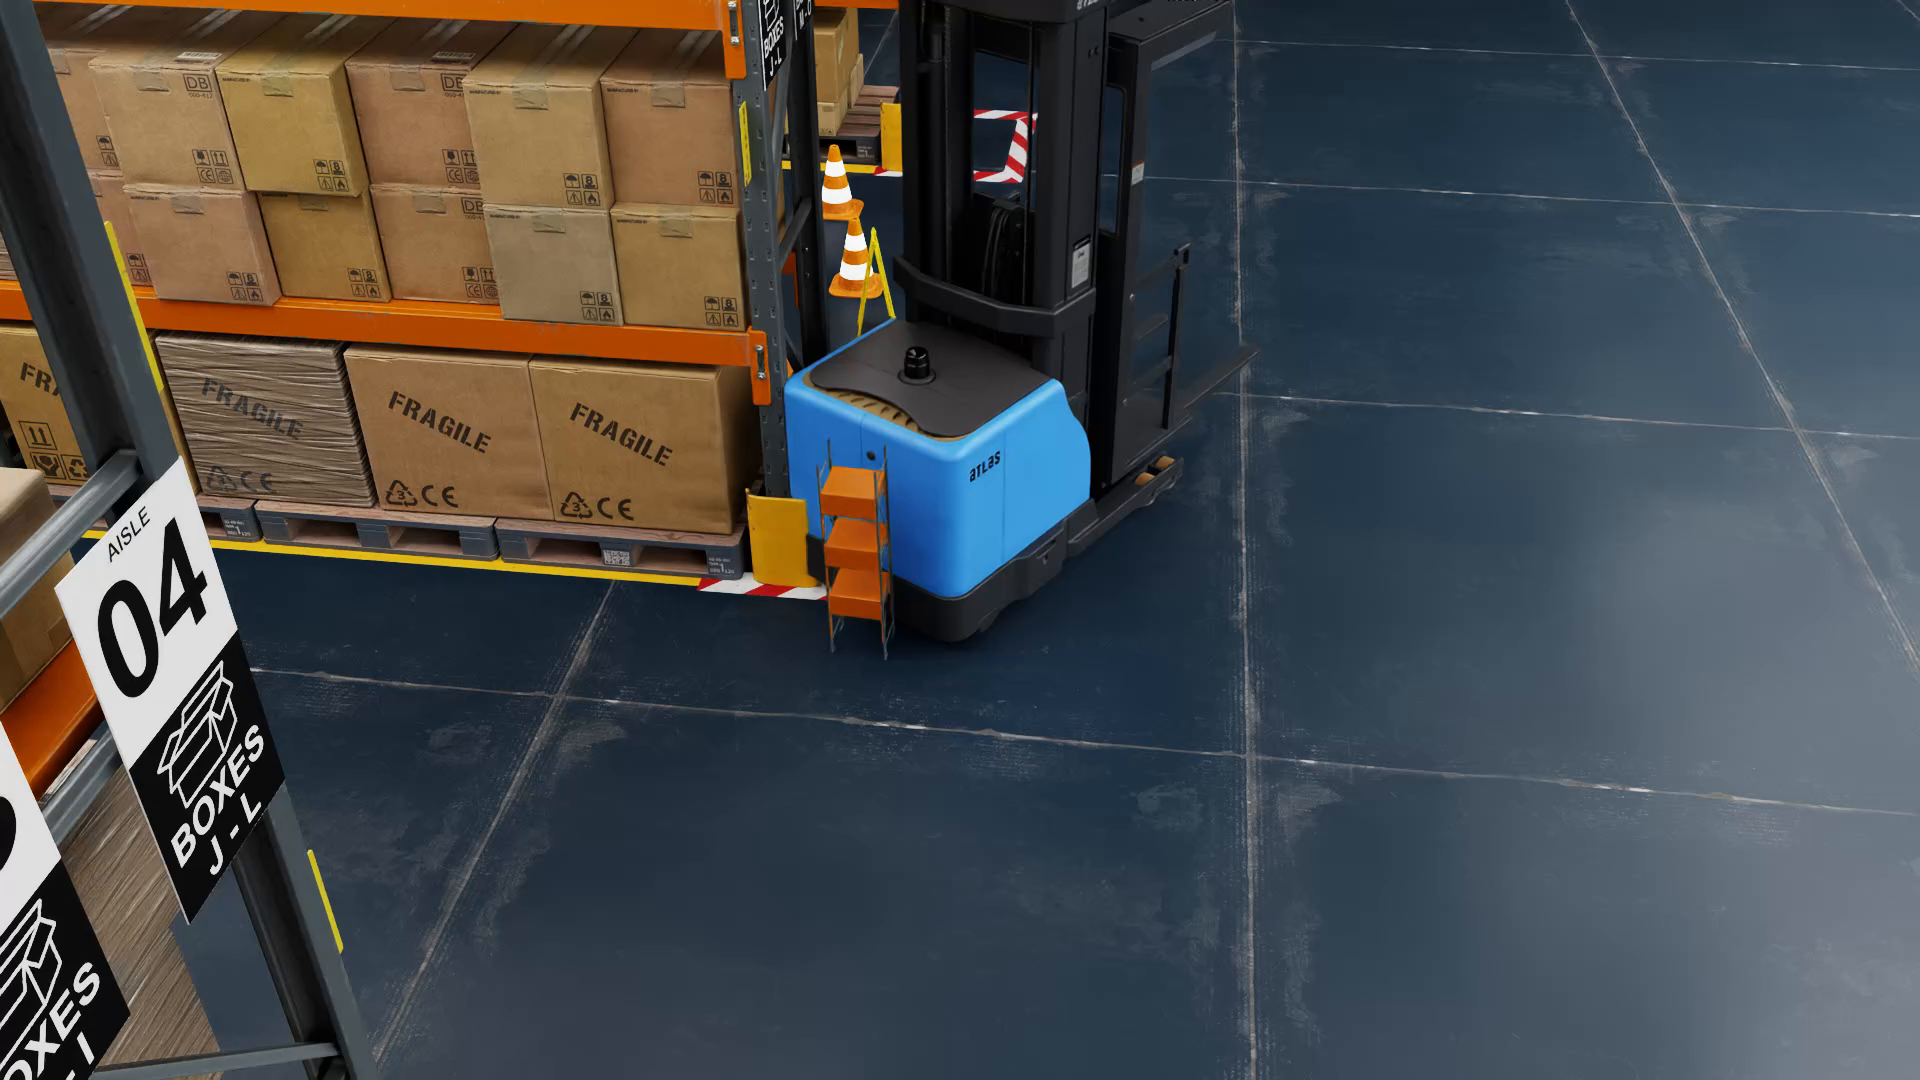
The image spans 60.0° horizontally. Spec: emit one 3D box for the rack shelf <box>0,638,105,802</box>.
[{"bbox_3d":[-3.497,0.434,3.096,4.000,0.370,1.077,4,36,6],"label":"rack shelf"}]

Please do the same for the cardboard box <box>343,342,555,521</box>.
[{"bbox_3d":[-2.335,-0.722,8.147,0.875,0.875,0.875,4,36,5],"label":"cardboard box"}]

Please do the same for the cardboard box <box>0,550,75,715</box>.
[{"bbox_3d":[-1.958,0.166,2.982,0.500,0.250,0.500,5,36,7],"label":"cardboard box"}]

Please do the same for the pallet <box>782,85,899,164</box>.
[{"bbox_3d":[-1.128,-3.151,12.483,1.213,0.211,1.003,4,36,6],"label":"pallet"}]

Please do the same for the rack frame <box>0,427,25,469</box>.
[{"bbox_3d":[-4.749,-1.636,7.960,0.127,3.000,1.000,4,36,6],"label":"rack frame"}]

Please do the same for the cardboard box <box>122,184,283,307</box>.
[{"bbox_3d":[-3.312,-1.541,7.698,0.550,0.550,0.875,4,36,6],"label":"cardboard box"}]

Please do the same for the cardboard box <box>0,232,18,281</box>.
[{"bbox_3d":[-4.381,-1.676,7.888,0.550,0.550,0.875,4,36,6],"label":"cardboard box"}]

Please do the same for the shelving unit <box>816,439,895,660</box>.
[{"bbox_3d":[-0.446,0.056,7.257,0.252,1.050,0.215,6,39,9],"label":"shelving unit"}]

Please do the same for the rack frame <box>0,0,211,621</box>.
[{"bbox_3d":[-1.513,-0.931,1.809,0.127,3.000,1.000,4,36,6],"label":"rack frame"}]

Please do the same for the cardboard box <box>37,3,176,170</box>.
[{"bbox_3d":[-3.827,-2.116,7.573,0.550,0.550,0.875,4,36,6],"label":"cardboard box"}]

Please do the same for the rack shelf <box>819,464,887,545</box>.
[{"bbox_3d":[-0.449,-0.157,7.086,0.240,0.259,0.215,6,39,9],"label":"rack shelf"}]

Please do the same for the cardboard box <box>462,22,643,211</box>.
[{"bbox_3d":[-1.702,-1.878,7.240,0.550,0.550,0.875,4,36,6],"label":"cardboard box"}]

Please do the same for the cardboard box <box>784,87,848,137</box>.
[{"bbox_3d":[-1.111,-3.158,12.098,0.500,0.250,0.500,4,36,6],"label":"cardboard box"}]

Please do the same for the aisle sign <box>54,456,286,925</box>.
[{"bbox_3d":[-1.414,0.284,3.032,0.004,0.787,0.394,4,36,6],"label":"aisle sign"}]

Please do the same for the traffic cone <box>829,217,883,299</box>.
[{"bbox_3d":[-0.646,-1.791,10.361,0.334,0.463,0.336,4,36,6],"label":"traffic cone"}]

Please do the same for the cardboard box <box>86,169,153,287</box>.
[{"bbox_3d":[-3.833,-1.649,7.849,0.550,0.550,0.875,4,36,6],"label":"cardboard box"}]

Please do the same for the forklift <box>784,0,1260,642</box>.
[{"bbox_3d":[0.500,-1.530,7.871,1.130,2.935,3.031,25,42,30],"label":"forklift"}]

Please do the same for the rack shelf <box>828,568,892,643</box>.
[{"bbox_3d":[-0.443,0.281,7.438,0.240,0.259,0.215,6,39,9],"label":"rack shelf"}]

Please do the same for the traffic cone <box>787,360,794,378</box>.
[{"bbox_3d":[-1.127,-1.165,9.484,0.334,0.463,0.336,4,36,6],"label":"traffic cone"}]

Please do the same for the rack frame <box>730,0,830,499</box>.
[{"bbox_3d":[-0.781,-1.340,7.545,0.127,3.000,1.000,4,36,6],"label":"rack frame"}]

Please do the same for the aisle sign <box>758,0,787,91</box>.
[{"bbox_3d":[-0.749,-2.220,6.540,0.004,0.787,0.394,4,36,6],"label":"aisle sign"}]

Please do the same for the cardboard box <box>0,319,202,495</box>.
[{"bbox_3d":[-4.134,-0.855,8.333,0.875,0.875,0.875,5,36,7],"label":"cardboard box"}]

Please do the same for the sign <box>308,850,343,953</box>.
[{"bbox_3d":[-1.444,0.846,3.738,0.005,0.325,0.100,4,36,6],"label":"sign"}]

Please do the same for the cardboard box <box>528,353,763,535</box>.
[{"bbox_3d":[-1.462,-0.658,8.057,0.875,0.875,0.875,4,36,6],"label":"cardboard box"}]

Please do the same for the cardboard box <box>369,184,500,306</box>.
[{"bbox_3d":[-2.243,-1.544,7.702,0.550,0.550,0.875,4,36,6],"label":"cardboard box"}]

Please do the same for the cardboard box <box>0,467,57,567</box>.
[{"bbox_3d":[-1.757,0.035,2.823,0.250,0.149,0.380,4,36,6],"label":"cardboard box"}]

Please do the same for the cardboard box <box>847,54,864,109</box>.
[{"bbox_3d":[-1.016,-3.470,12.536,0.500,0.250,0.500,4,36,6],"label":"cardboard box"}]

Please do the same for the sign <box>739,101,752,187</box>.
[{"bbox_3d":[-0.864,-1.596,6.703,0.005,0.325,0.100,4,36,6],"label":"sign"}]

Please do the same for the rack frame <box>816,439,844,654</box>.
[{"bbox_3d":[-0.566,0.043,7.276,0.008,1.050,0.200,6,39,9],"label":"rack frame"}]

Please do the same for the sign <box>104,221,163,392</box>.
[{"bbox_3d":[-1.444,-0.379,2.864,0.005,0.325,0.100,4,36,6],"label":"sign"}]

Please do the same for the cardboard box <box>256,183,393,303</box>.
[{"bbox_3d":[-2.774,-1.560,7.724,0.500,0.550,0.875,4,36,6],"label":"cardboard box"}]

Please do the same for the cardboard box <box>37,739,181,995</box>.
[{"bbox_3d":[-2.024,0.744,3.422,0.500,0.500,0.500,4,36,6],"label":"cardboard box"}]

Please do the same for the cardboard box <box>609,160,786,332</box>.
[{"bbox_3d":[-1.155,-1.402,7.504,0.550,0.550,0.875,4,36,6],"label":"cardboard box"}]

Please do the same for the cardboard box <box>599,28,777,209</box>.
[{"bbox_3d":[-1.144,-1.890,7.258,0.550,0.550,0.875,4,36,6],"label":"cardboard box"}]

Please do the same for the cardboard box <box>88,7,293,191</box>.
[{"bbox_3d":[-3.309,-1.996,7.406,0.550,0.550,0.875,4,36,6],"label":"cardboard box"}]

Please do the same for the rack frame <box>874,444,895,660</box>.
[{"bbox_3d":[-0.326,0.070,7.238,0.008,1.050,0.200,6,39,9],"label":"rack frame"}]

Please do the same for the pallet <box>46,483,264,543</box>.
[{"bbox_3d":[-4.004,-0.399,8.628,1.213,0.211,1.003,4,36,6],"label":"pallet"}]

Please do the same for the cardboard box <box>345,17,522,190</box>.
[{"bbox_3d":[-2.240,-1.997,7.408,0.550,0.550,0.875,4,36,6],"label":"cardboard box"}]

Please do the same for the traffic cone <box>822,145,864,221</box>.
[{"bbox_3d":[-0.842,-2.455,11.292,0.334,0.463,0.336,4,36,6],"label":"traffic cone"}]

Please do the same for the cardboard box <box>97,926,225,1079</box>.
[{"bbox_3d":[-2.055,1.292,3.515,0.500,0.500,0.875,4,36,6],"label":"cardboard box"}]

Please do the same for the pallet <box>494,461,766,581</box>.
[{"bbox_3d":[-1.584,-0.219,8.375,1.213,0.211,1.003,4,36,6],"label":"pallet"}]

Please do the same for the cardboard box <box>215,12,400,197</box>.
[{"bbox_3d":[-2.782,-1.962,7.358,0.500,0.550,0.875,4,36,6],"label":"cardboard box"}]

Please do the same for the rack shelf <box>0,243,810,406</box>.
[{"bbox_3d":[-2.765,-1.195,7.962,4.000,0.370,1.077,4,36,6],"label":"rack shelf"}]

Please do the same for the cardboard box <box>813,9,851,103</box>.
[{"bbox_3d":[-1.079,-3.465,11.883,0.500,0.500,0.500,4,36,6],"label":"cardboard box"}]

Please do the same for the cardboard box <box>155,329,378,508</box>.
[{"bbox_3d":[-3.239,-0.791,8.243,0.875,0.875,0.875,5,36,6],"label":"cardboard box"}]

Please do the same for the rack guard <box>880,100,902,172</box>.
[{"bbox_3d":[-0.326,-3.188,12.286,0.348,0.500,1.175,4,36,6],"label":"rack guard"}]

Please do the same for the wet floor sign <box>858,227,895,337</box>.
[{"bbox_3d":[-0.500,-1.520,9.825,0.232,0.644,0.267,-2,36,-2],"label":"wet floor sign"}]

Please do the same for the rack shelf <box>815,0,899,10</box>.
[{"bbox_3d":[-2.235,-4.055,11.968,4.000,0.370,1.077,4,36,6],"label":"rack shelf"}]

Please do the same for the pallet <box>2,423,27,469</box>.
[{"bbox_3d":[-5.524,-0.514,8.789,1.213,0.211,1.003,4,36,6],"label":"pallet"}]

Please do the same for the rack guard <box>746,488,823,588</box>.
[{"bbox_3d":[-0.757,-0.321,8.269,0.348,0.500,1.175,4,36,6],"label":"rack guard"}]

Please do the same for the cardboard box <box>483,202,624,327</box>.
[{"bbox_3d":[-1.703,-1.430,7.543,0.550,0.550,0.875,4,36,6],"label":"cardboard box"}]

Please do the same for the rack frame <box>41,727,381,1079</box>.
[{"bbox_3d":[-1.513,1.511,3.551,0.127,3.000,1.000,4,36,6],"label":"rack frame"}]

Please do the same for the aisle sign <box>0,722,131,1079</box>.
[{"bbox_3d":[-1.490,0.630,2.548,0.004,0.787,0.394,4,36,6],"label":"aisle sign"}]

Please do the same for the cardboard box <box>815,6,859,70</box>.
[{"bbox_3d":[-1.040,-3.777,12.320,0.500,0.500,0.500,3,36,4],"label":"cardboard box"}]

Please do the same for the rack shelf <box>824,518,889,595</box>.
[{"bbox_3d":[-0.446,0.065,7.264,0.240,0.259,0.215,6,39,9],"label":"rack shelf"}]

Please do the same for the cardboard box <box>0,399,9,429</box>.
[{"bbox_3d":[-5.376,-0.885,8.483,0.750,0.750,1.050,4,36,6],"label":"cardboard box"}]

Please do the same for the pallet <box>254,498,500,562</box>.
[{"bbox_3d":[-2.791,-0.311,8.504,1.213,0.211,1.003,4,36,6],"label":"pallet"}]

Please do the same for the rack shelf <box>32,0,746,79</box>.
[{"bbox_3d":[-2.765,-2.416,7.090,4.000,0.370,1.077,4,36,6],"label":"rack shelf"}]

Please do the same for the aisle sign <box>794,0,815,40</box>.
[{"bbox_3d":[-0.673,-2.566,7.025,0.004,0.787,0.394,4,36,6],"label":"aisle sign"}]

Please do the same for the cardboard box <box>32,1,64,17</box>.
[{"bbox_3d":[-4.387,-2.089,7.537,0.550,0.550,0.875,4,36,6],"label":"cardboard box"}]
